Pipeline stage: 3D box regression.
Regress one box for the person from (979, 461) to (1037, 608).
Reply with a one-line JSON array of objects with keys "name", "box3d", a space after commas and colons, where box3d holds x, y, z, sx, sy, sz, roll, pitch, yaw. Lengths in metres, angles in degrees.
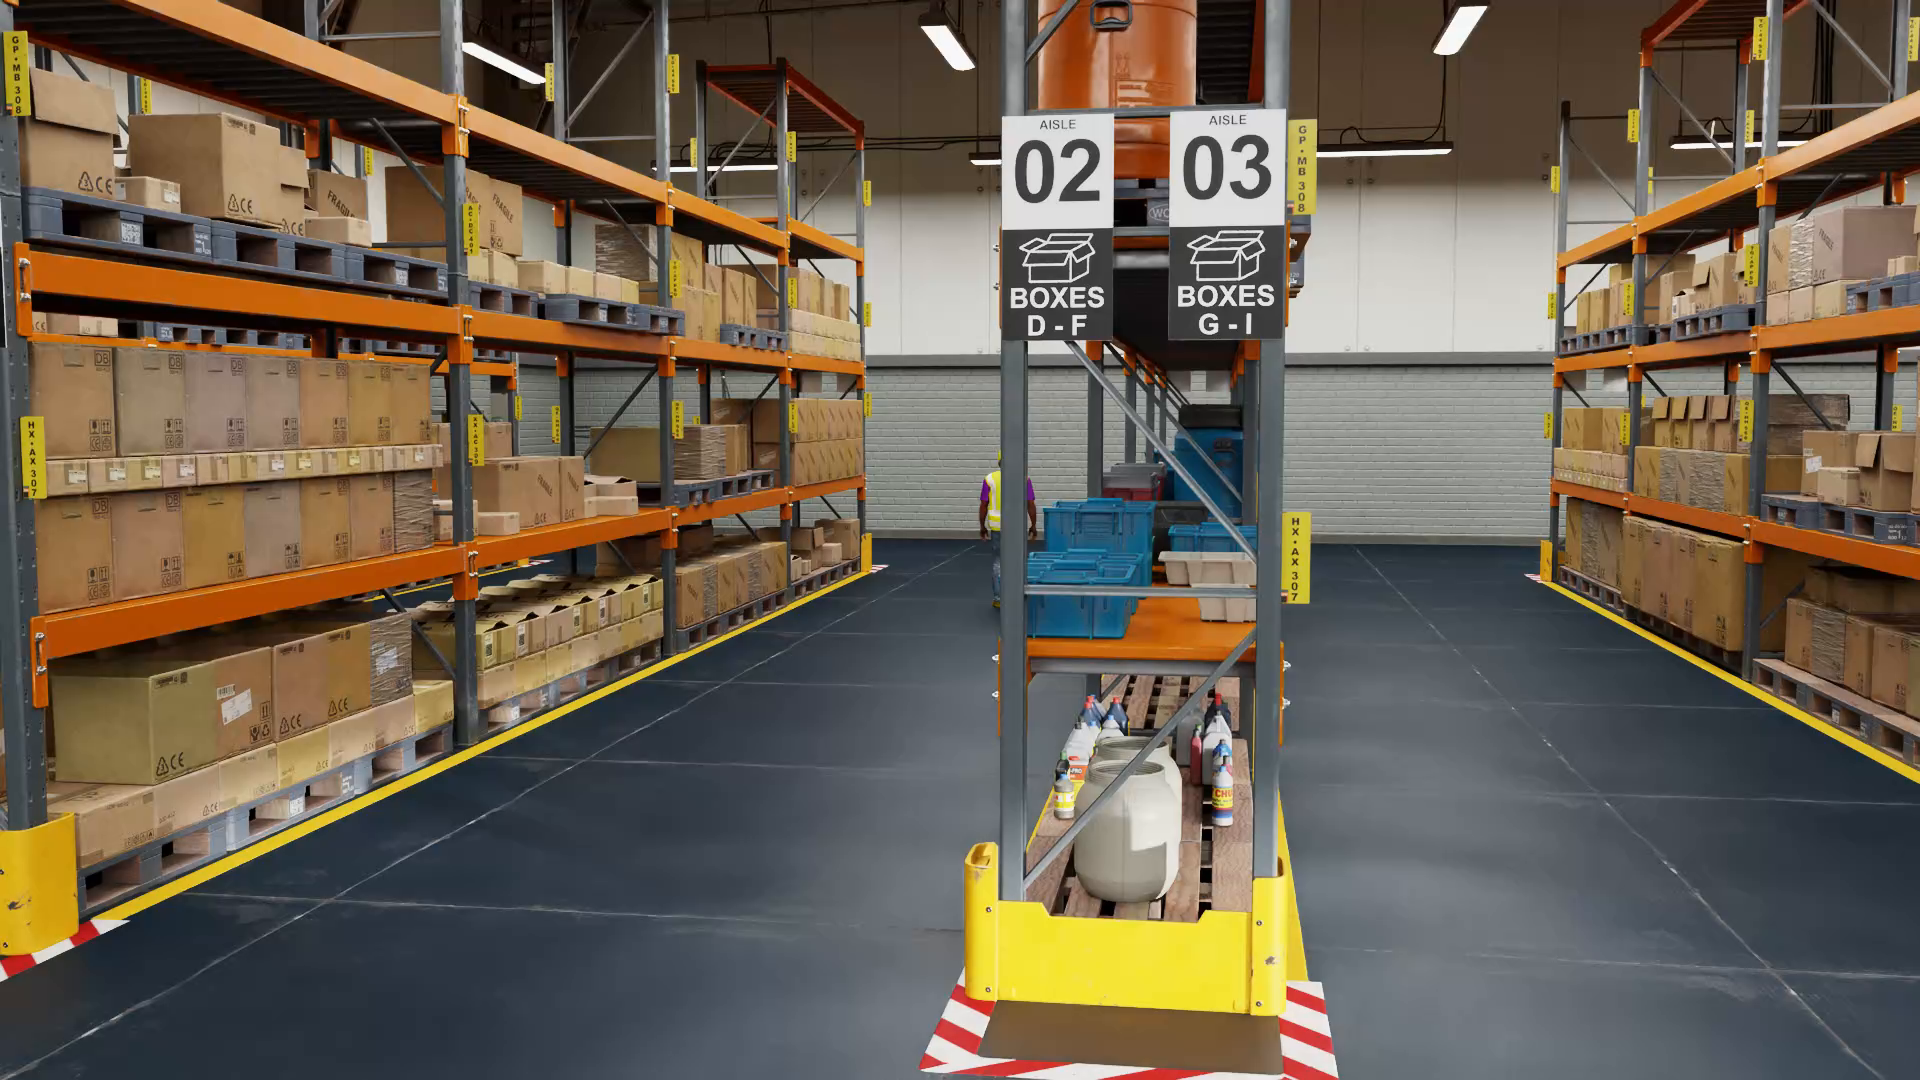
[{"name": "person", "box3d": [12.259, -3.881, 19.746, 23.611, 9.002, 6.260, 0, 4, 6]}]
